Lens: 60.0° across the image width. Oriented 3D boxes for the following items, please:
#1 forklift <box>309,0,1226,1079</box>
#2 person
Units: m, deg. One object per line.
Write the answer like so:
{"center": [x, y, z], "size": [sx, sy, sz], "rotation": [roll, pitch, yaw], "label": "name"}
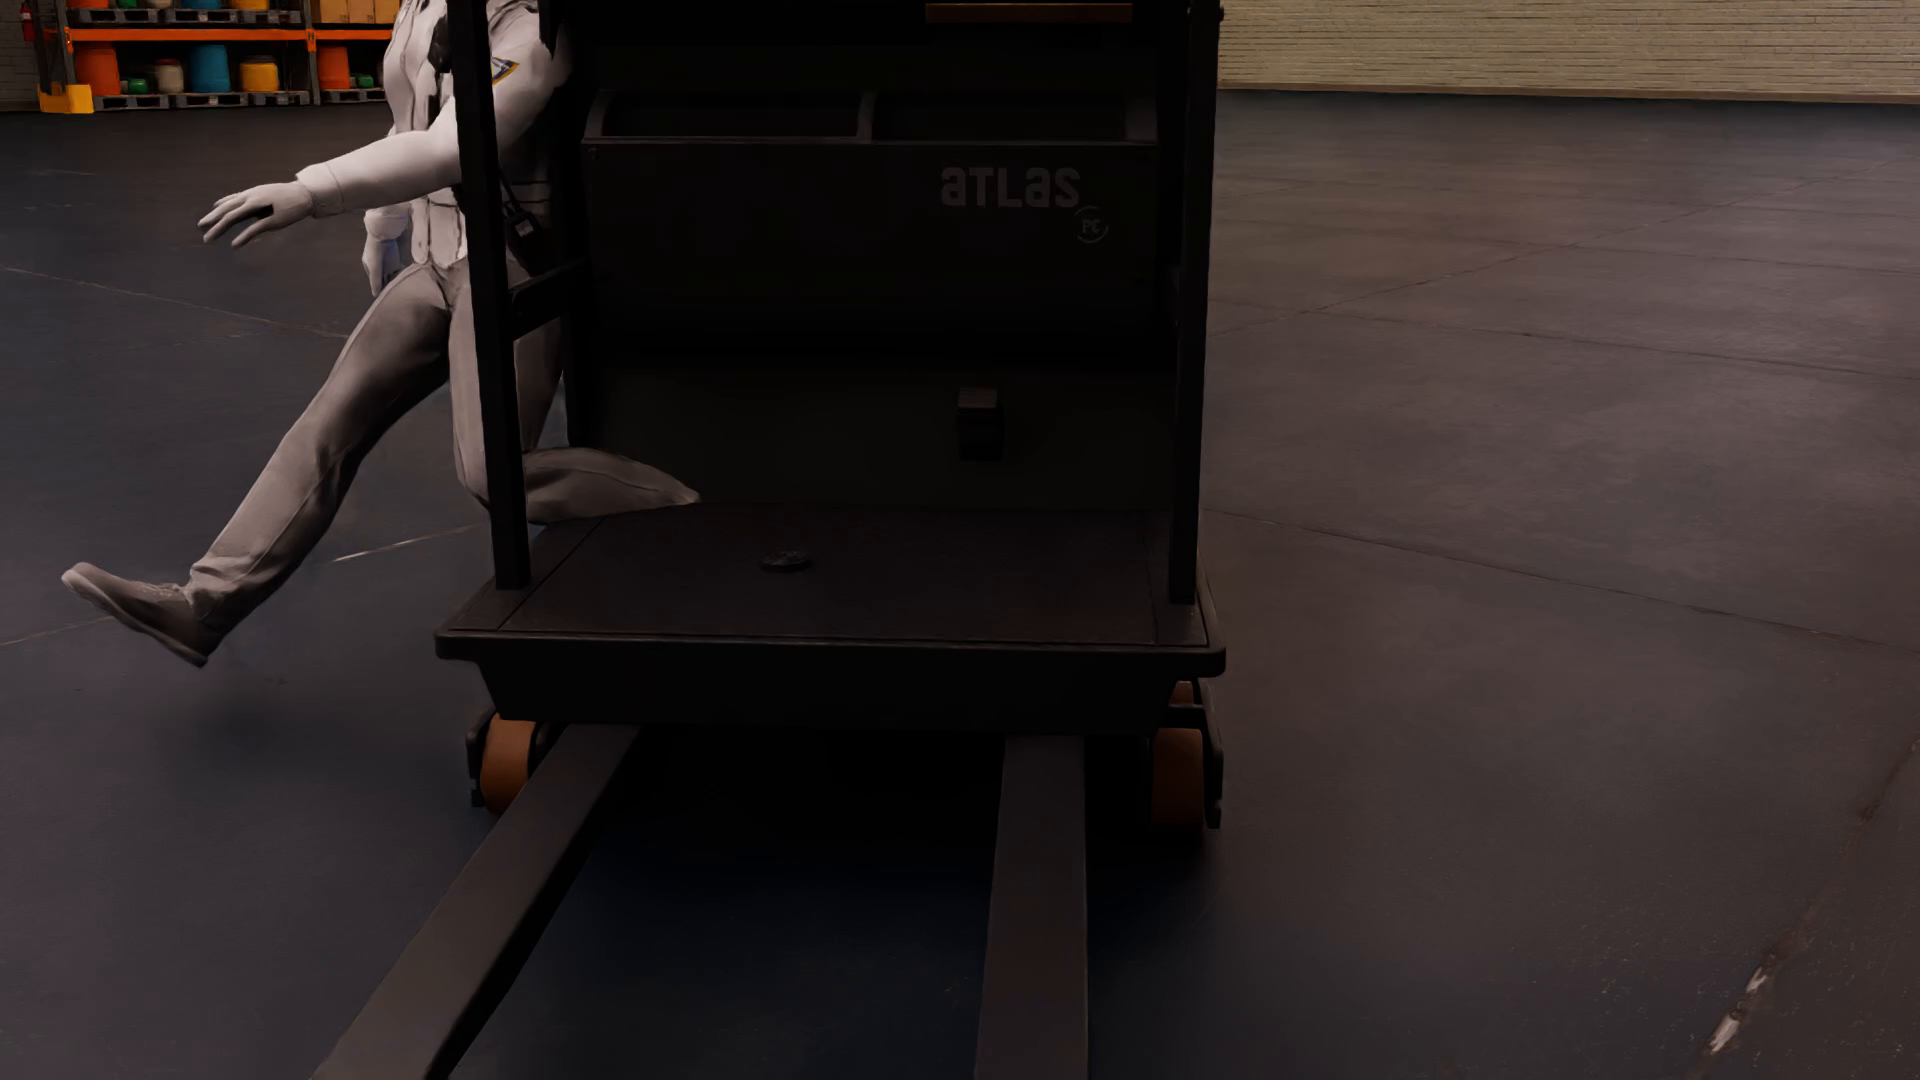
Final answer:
{"center": [-0.156, -1.058, 2.382], "size": [1.130, 2.935, 3.031], "rotation": [1, 17, 4], "label": "forklift"}
{"center": [-0.979, -0.477, 2.818], "size": [1.045, 1.439, 0.904], "rotation": [-14, 22, -38], "label": "person"}
